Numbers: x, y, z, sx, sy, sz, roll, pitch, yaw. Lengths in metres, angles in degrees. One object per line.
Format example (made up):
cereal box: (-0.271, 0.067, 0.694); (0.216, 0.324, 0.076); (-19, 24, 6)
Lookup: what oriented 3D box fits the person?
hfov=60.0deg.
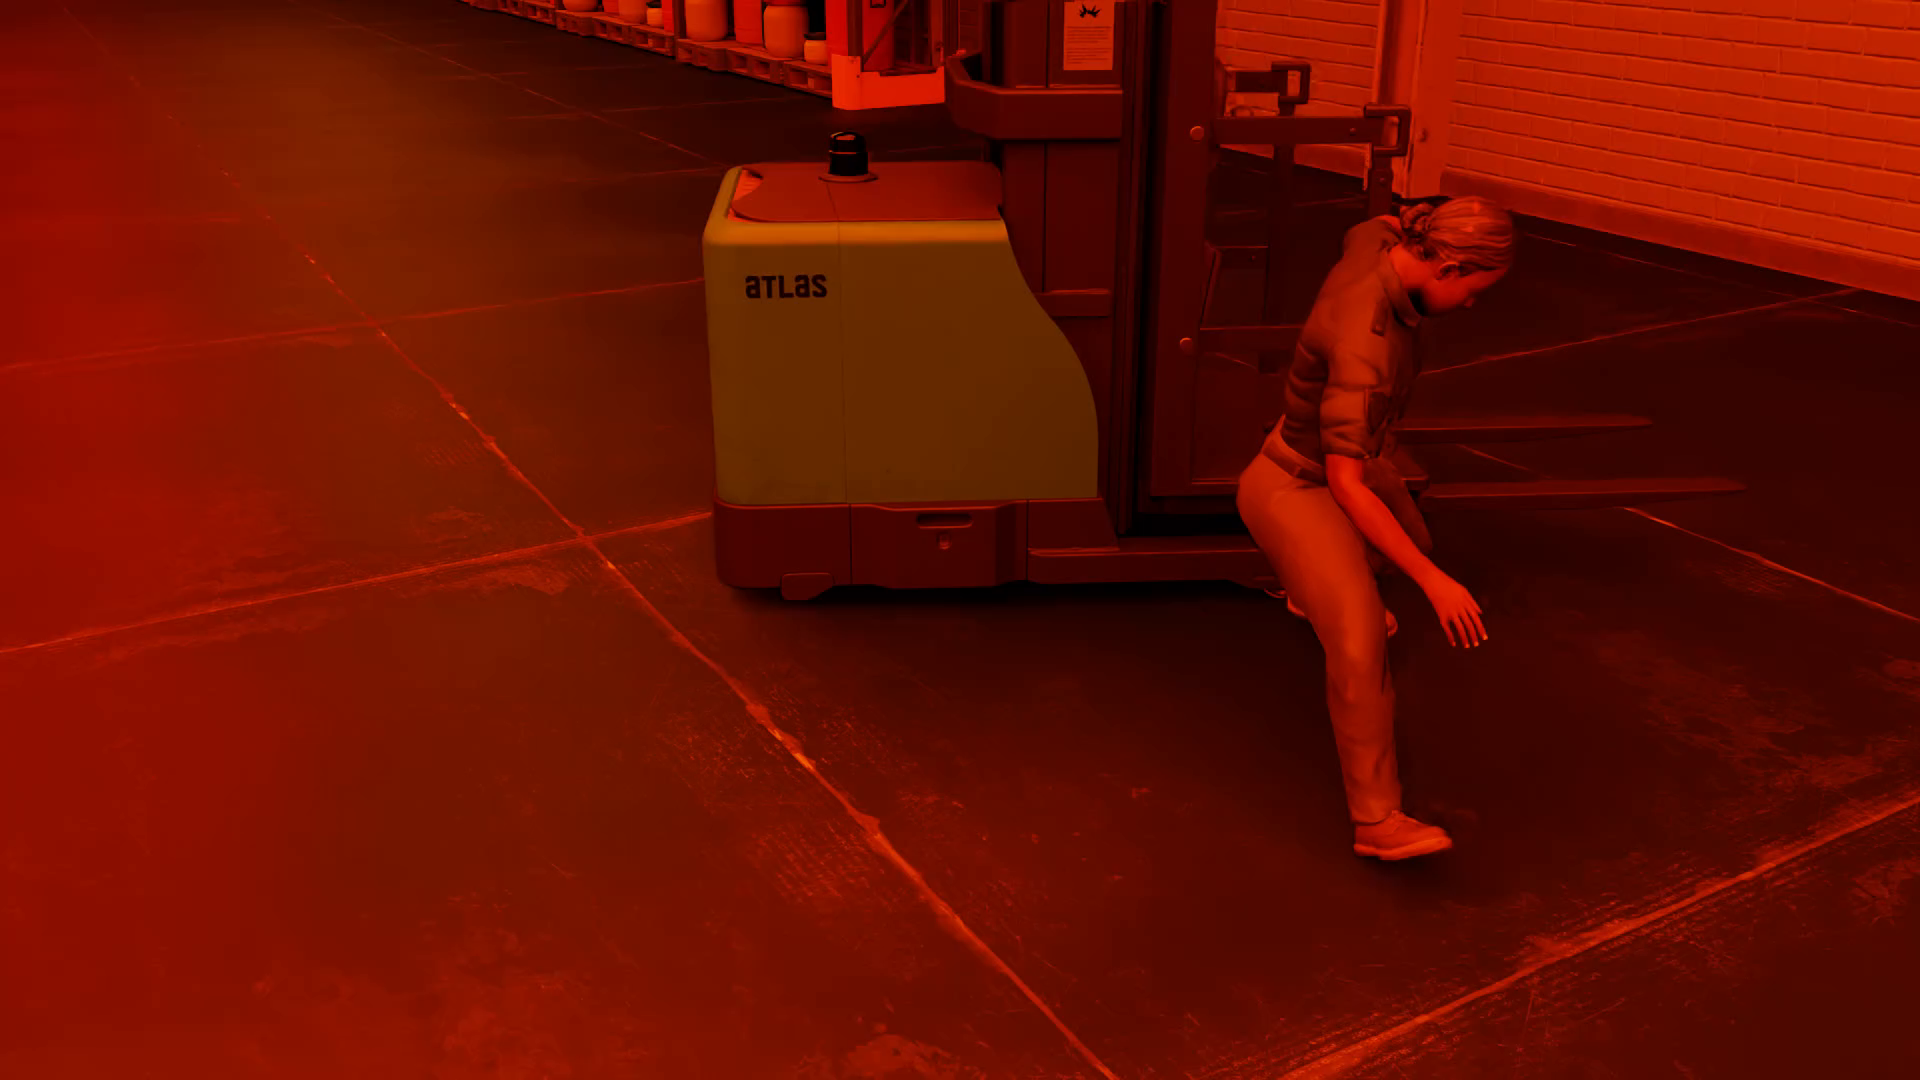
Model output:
person: (0.941, -0.127, 3.700); (0.725, 1.350, 1.189); (13, 26, 28)

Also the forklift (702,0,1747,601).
forklift: (0.797, -1.389, 4.660); (3.031, 2.935, 1.130); (-1, 22, -4)
